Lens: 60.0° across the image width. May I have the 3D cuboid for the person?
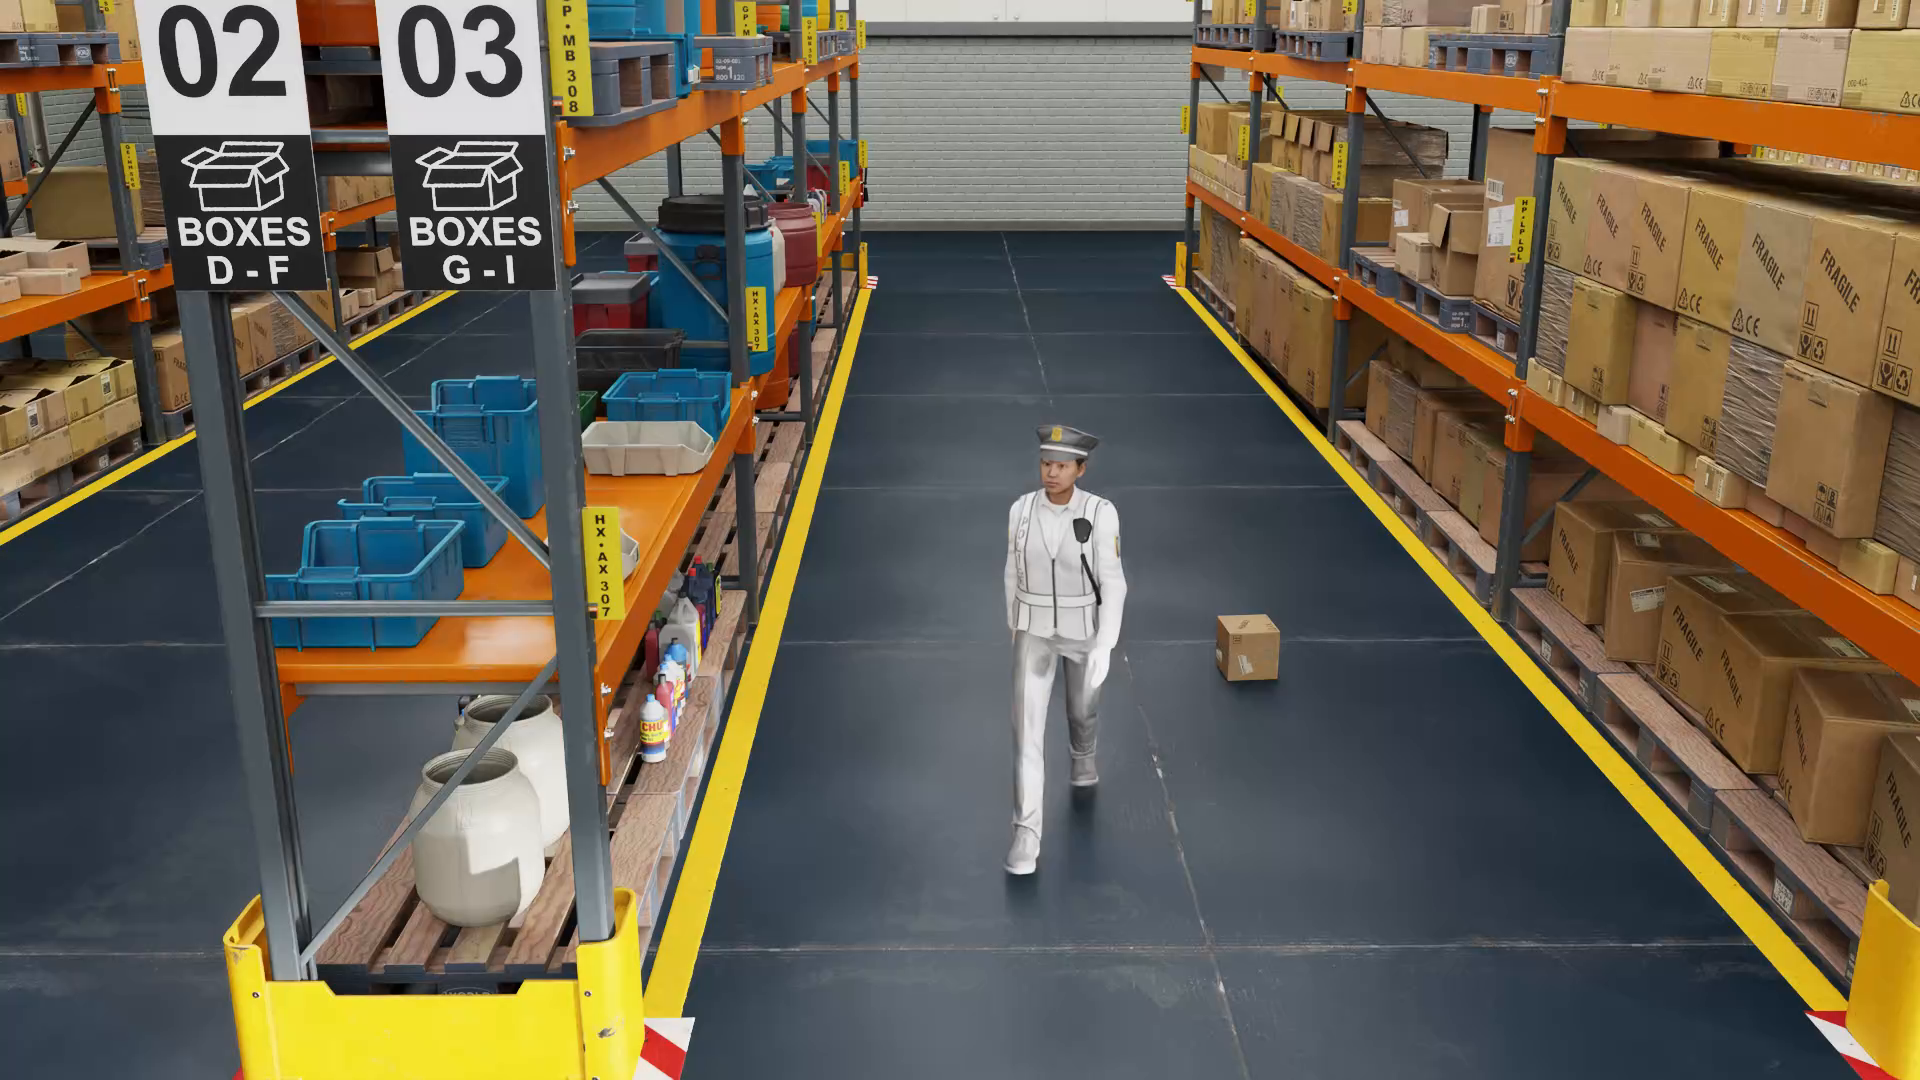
[{"bbox_3d":[0.374,0.347,6.360,0.457,1.631,1.027,3,17,10],"label":"person"}]
